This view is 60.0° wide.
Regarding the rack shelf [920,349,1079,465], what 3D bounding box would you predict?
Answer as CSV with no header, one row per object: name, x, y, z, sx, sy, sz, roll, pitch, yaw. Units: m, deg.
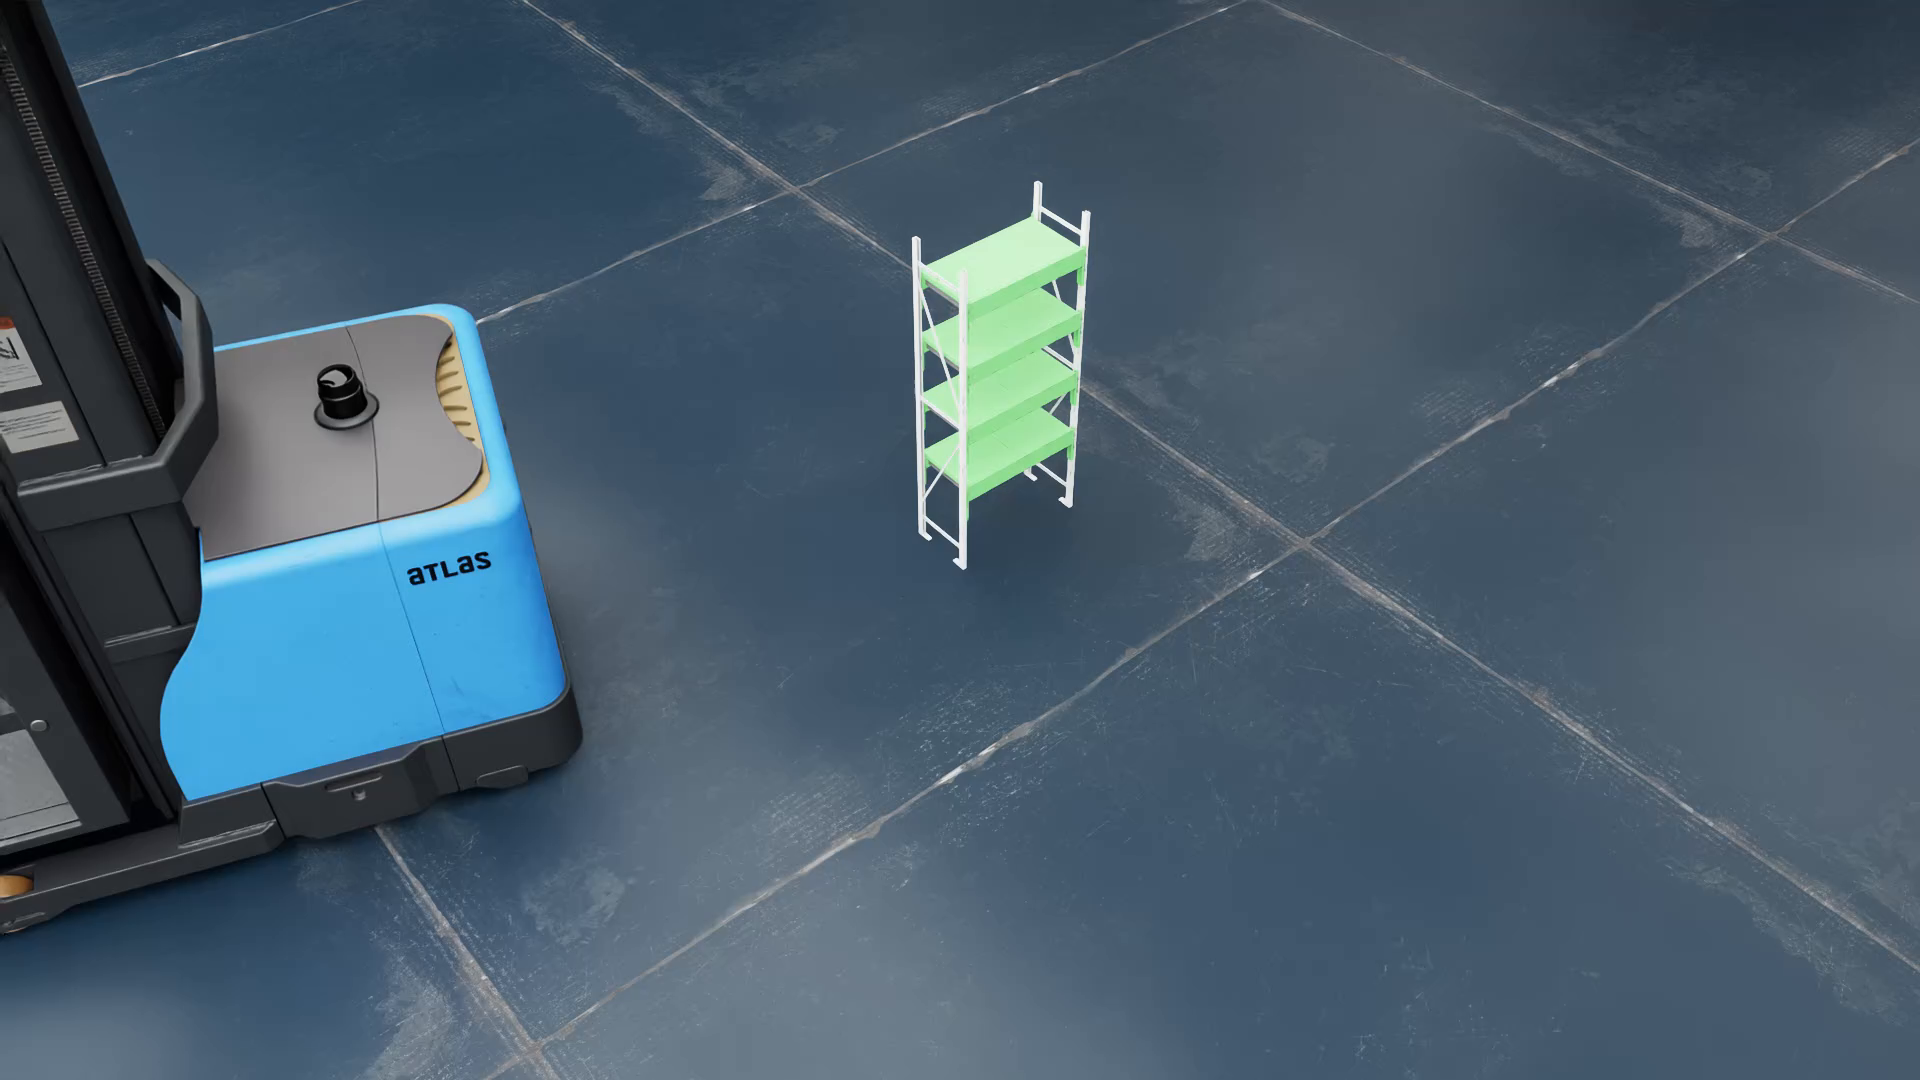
rack shelf,0.127,-0.463,5.460,0.480,0.148,0.258,-30,51,-28

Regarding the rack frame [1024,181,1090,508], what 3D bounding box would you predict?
rack frame,0.314,-0.617,5.531,0.015,1.200,0.240,-30,51,-28

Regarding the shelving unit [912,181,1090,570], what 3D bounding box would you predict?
shelving unit,0.127,-0.510,5.417,0.503,1.200,0.258,-30,51,-28

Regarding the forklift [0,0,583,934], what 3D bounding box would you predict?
forklift,-2.709,-0.349,3.981,3.031,2.935,1.130,-14,45,-15

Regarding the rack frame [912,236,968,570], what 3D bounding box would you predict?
rack frame,-0.060,-0.403,5.303,0.015,1.200,0.240,-30,51,-28

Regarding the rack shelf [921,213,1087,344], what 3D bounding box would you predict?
rack shelf,0.127,-0.813,5.132,0.480,0.148,0.258,-30,51,-28

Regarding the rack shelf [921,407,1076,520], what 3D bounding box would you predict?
rack shelf,0.127,-0.289,5.625,0.480,0.148,0.258,-30,51,-28

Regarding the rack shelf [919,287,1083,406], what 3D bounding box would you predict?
rack shelf,0.127,-0.638,5.296,0.480,0.148,0.258,-30,51,-28
